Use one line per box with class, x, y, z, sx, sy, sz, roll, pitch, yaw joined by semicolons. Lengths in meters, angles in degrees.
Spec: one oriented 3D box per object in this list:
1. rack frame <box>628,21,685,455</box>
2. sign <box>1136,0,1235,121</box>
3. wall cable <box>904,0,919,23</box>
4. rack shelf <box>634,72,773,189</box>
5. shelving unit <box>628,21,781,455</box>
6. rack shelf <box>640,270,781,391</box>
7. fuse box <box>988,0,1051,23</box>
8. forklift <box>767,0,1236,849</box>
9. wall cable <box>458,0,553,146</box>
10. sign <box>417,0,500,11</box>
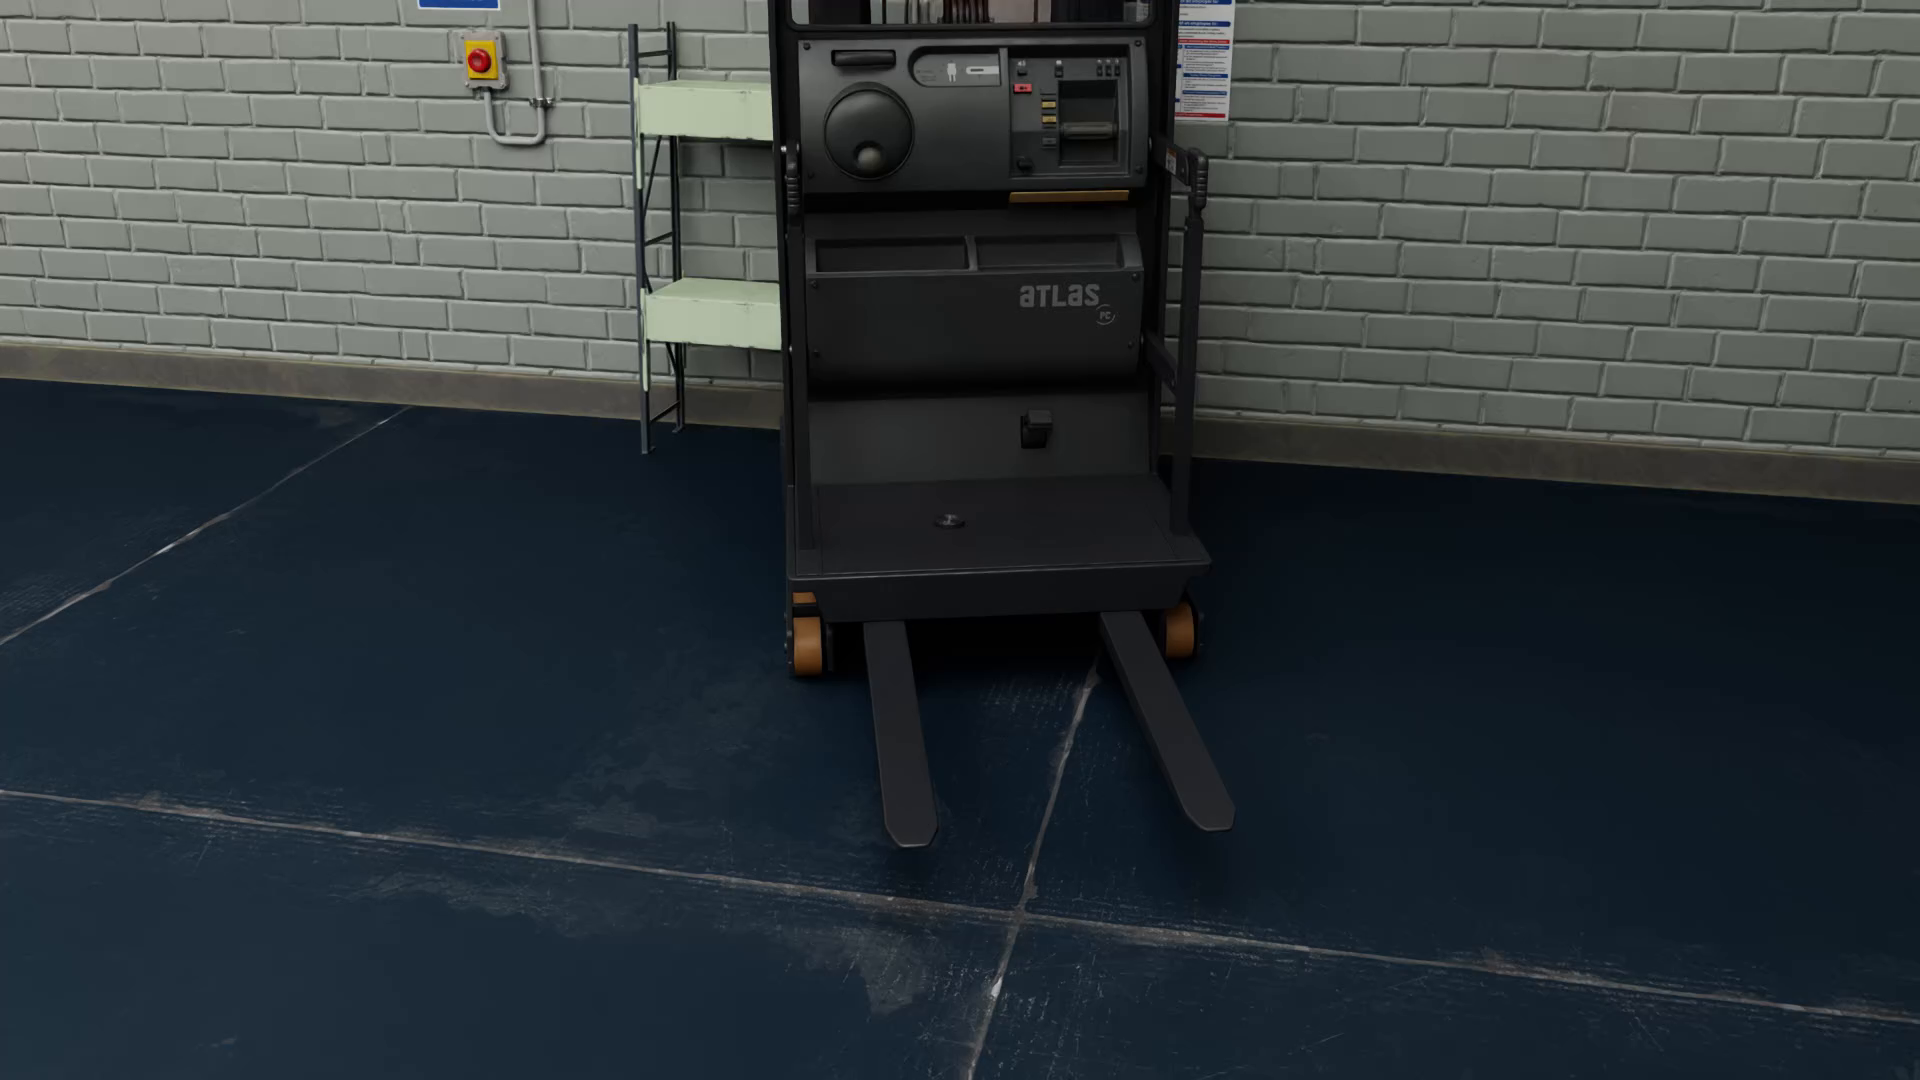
rack frame;-1.088;-1.083;6.002;0.023;1.500;0.400;5;19;10
sign;0.754;-1.670;5.613;0.329;0.494;0.001;4;22;11
wall cable;-0.407;-2.257;5.583;0.588;1.984;0.122;4;22;11
rack shelf;-0.718;-1.419;5.813;0.720;0.370;0.431;5;19;10
shelving unit;-0.729;-1.050;5.939;0.755;1.500;0.431;5;19;10
rack shelf;-0.739;-0.742;6.044;0.720;0.370;0.431;5;19;10
fuse box;0.228;-1.079;5.741;0.539;1.711;0.414;4;22;11
forklift;0.062;-1.126;4.225;1.130;2.935;3.031;-2;22;-5
wall cable;-1.798;-2.375;5.835;0.585;1.953;0.123;4;22;11
sign;-1.833;-2.041;6.045;0.327;0.218;0.001;4;22;11
